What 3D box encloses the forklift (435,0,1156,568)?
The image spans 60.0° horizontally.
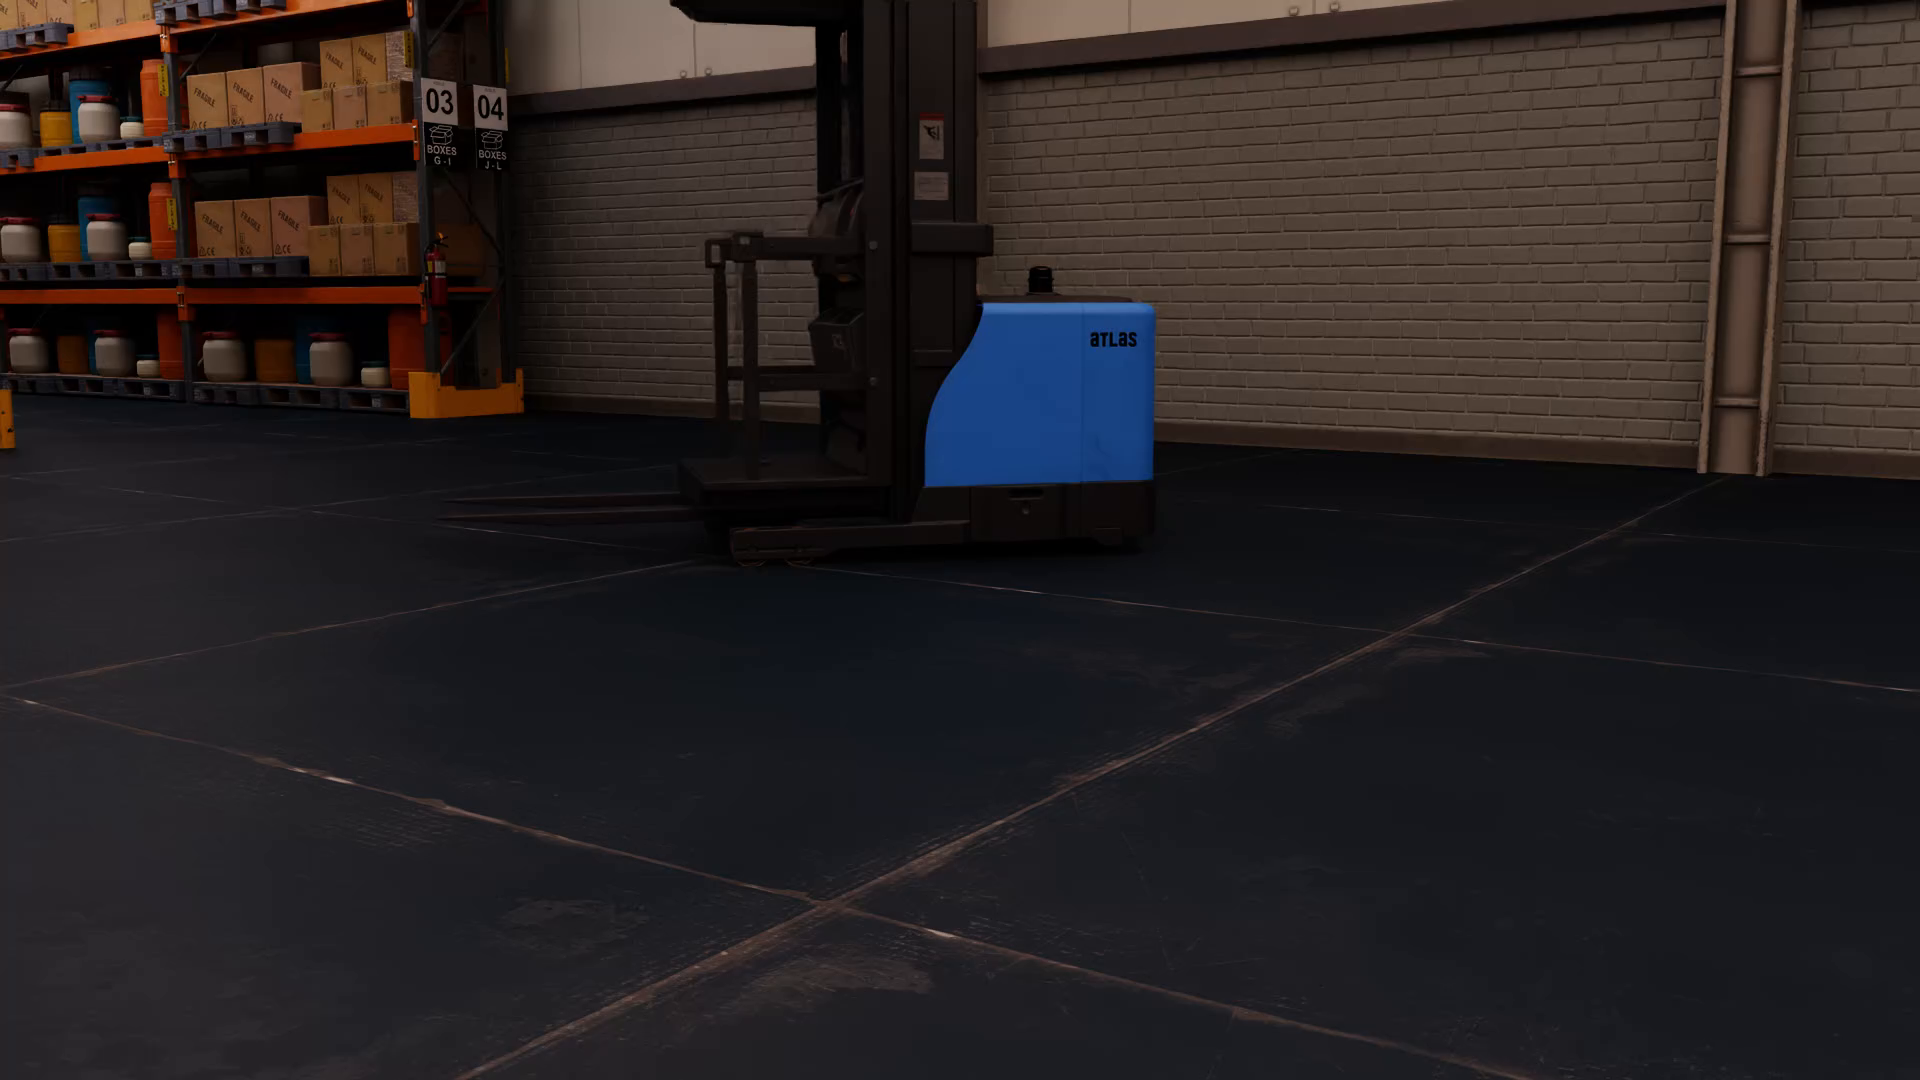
[{"bbox_3d":[-0.717,-1.418,7.165,3.031,2.935,1.130,-2,8,-15],"label":"forklift"}]
